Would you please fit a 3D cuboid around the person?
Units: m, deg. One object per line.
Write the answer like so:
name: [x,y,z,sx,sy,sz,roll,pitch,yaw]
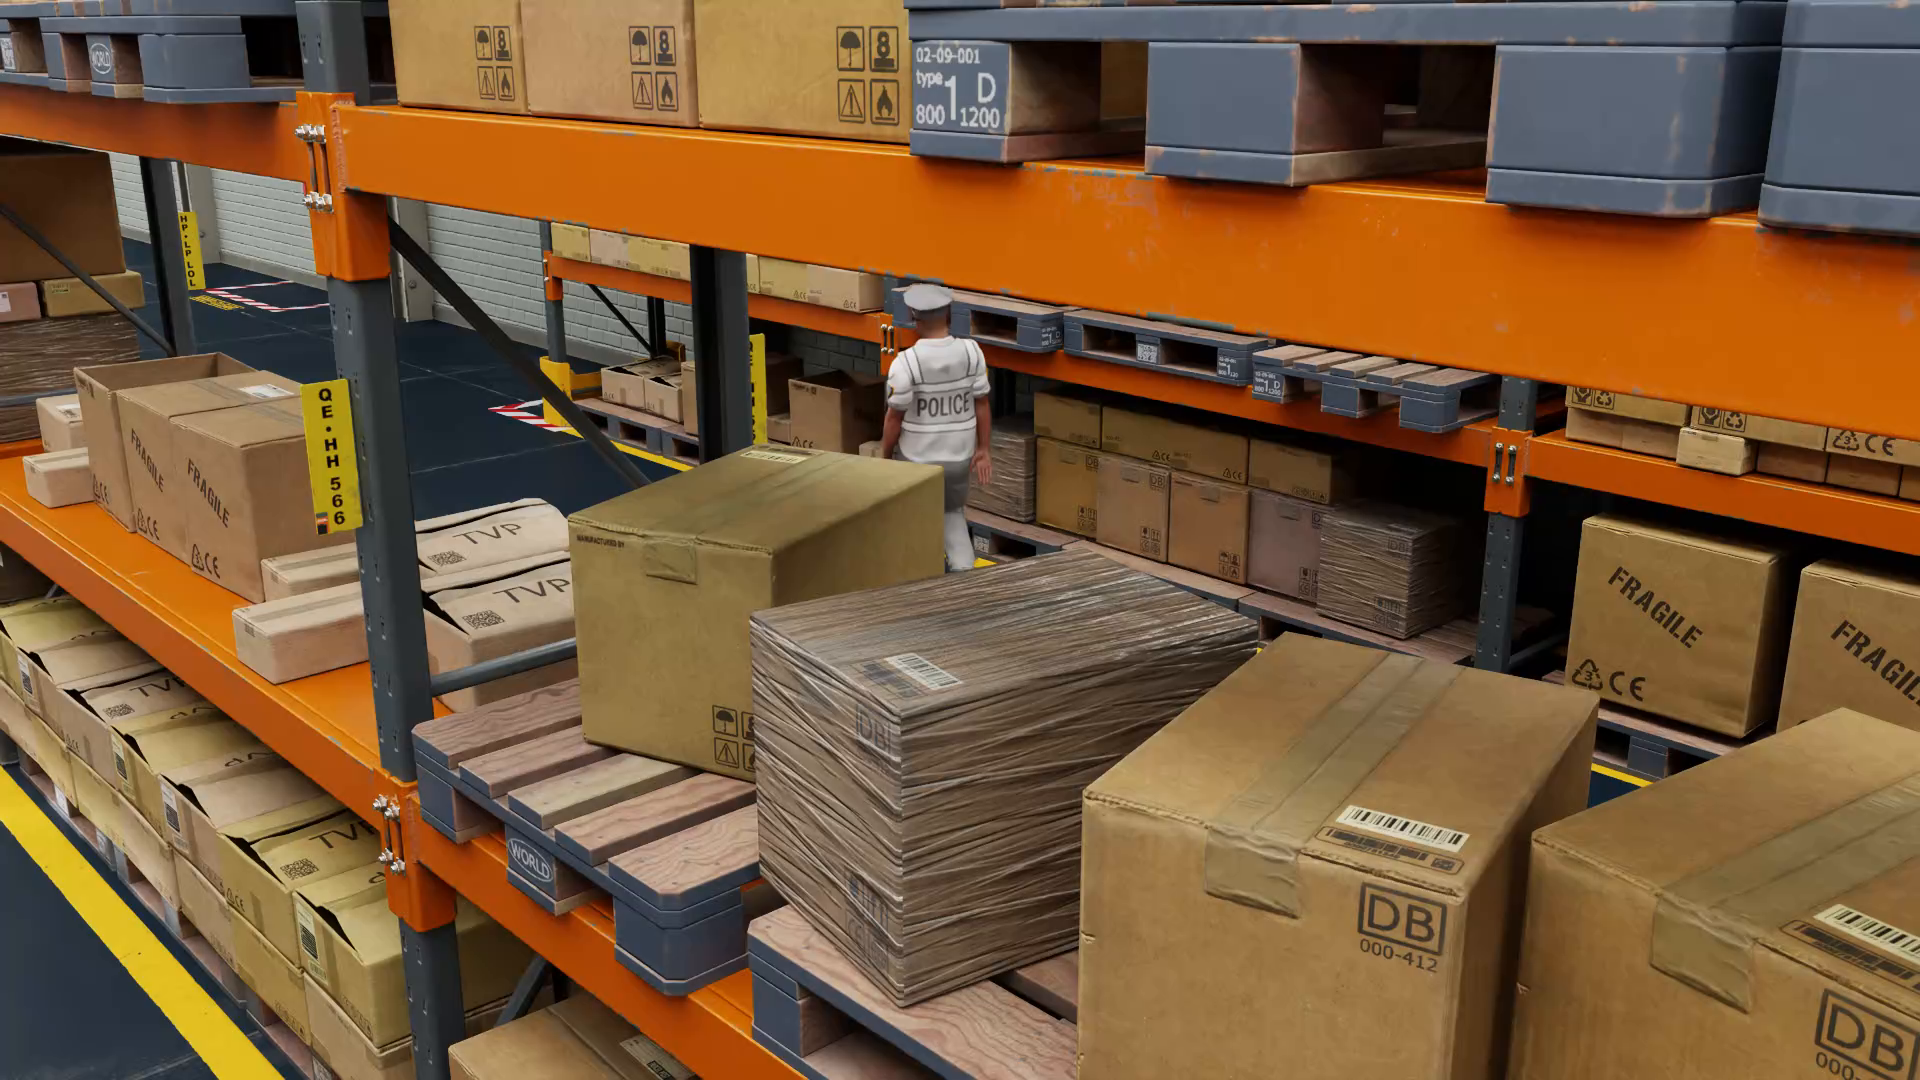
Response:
person: [-0.168,-0.476,8.648,0.571,1.725,0.758,-7,18,-21]
